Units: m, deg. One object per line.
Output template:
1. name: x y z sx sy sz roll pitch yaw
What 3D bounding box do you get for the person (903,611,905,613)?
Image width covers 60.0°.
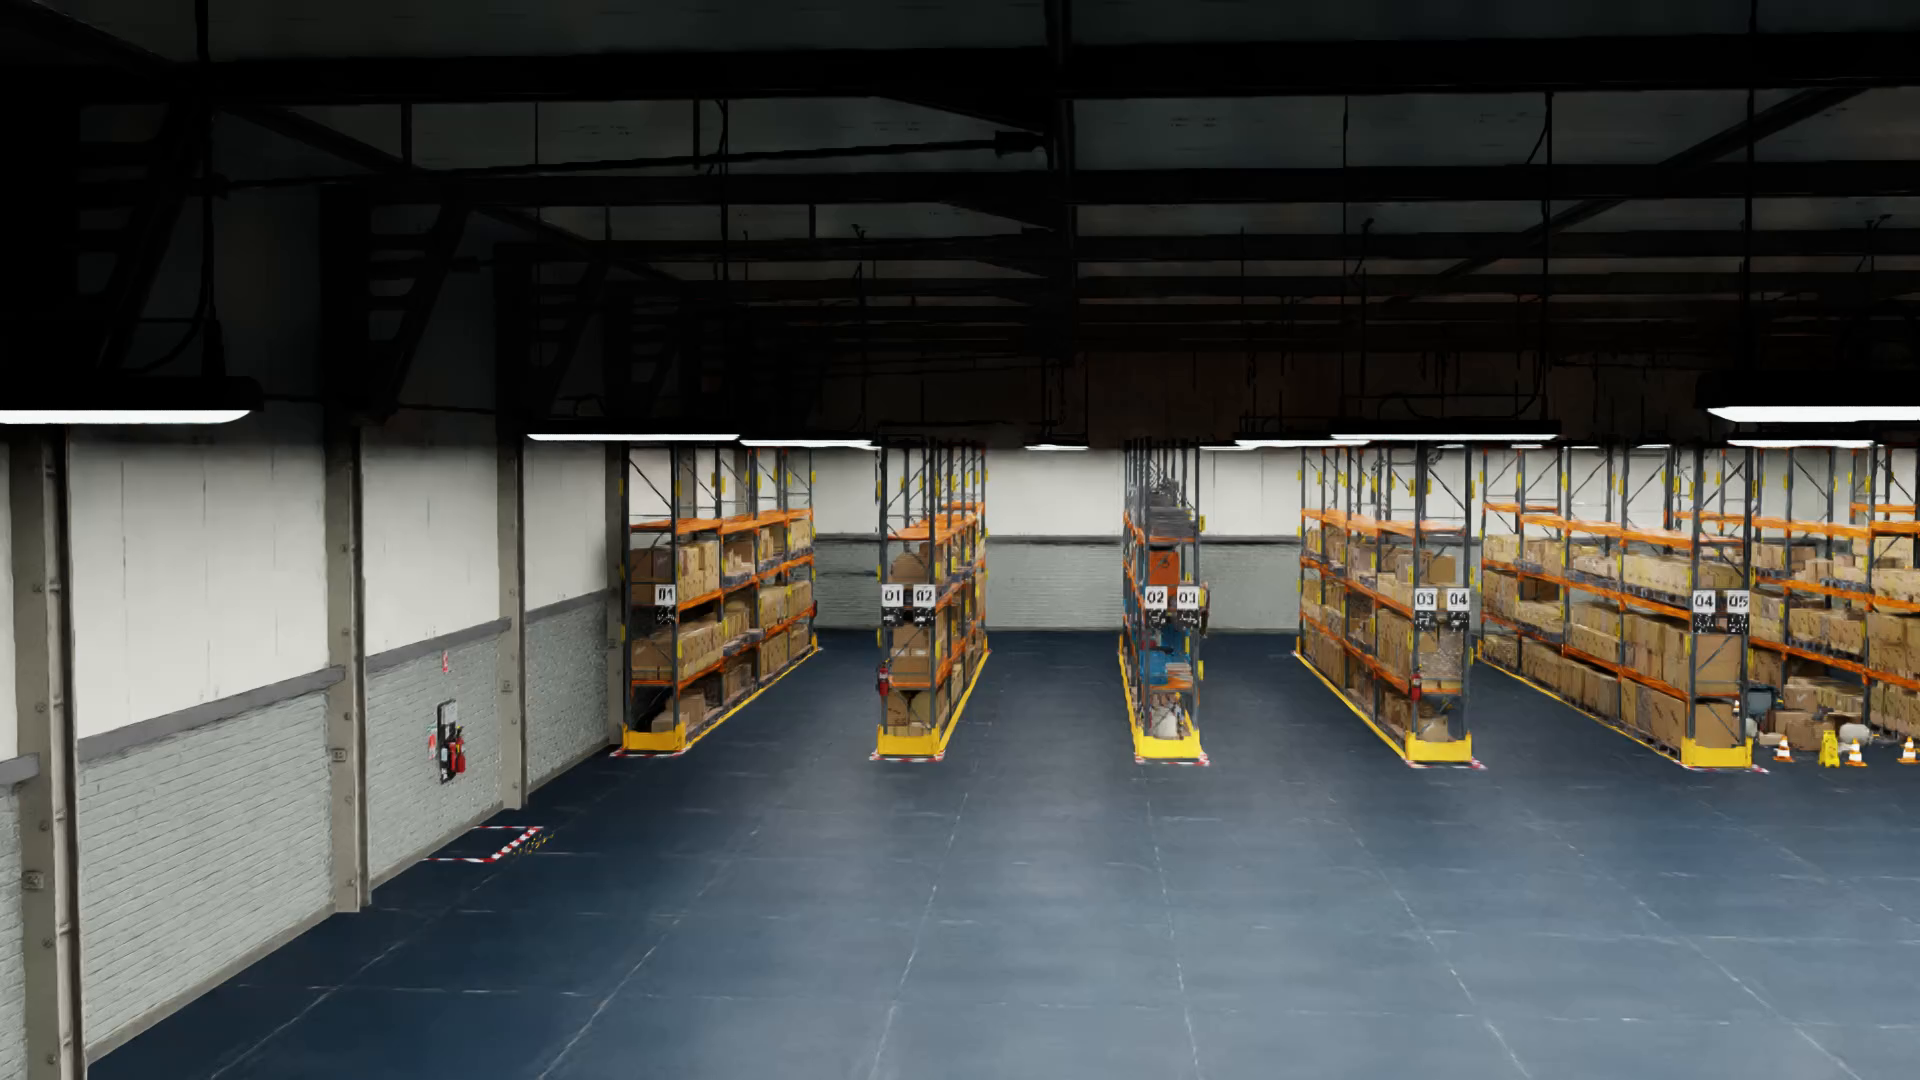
1. person: -1.689 2.103 51.473 0.553 1.709 1.123 0 3 6

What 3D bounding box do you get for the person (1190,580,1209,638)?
1. person: 7.372 2.113 51.072 0.622 1.766 0.597 -2 4 -30

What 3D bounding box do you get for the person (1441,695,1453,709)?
1. person: 10.808 2.868 36.842 0.456 1.763 0.610 -1 3 -24
